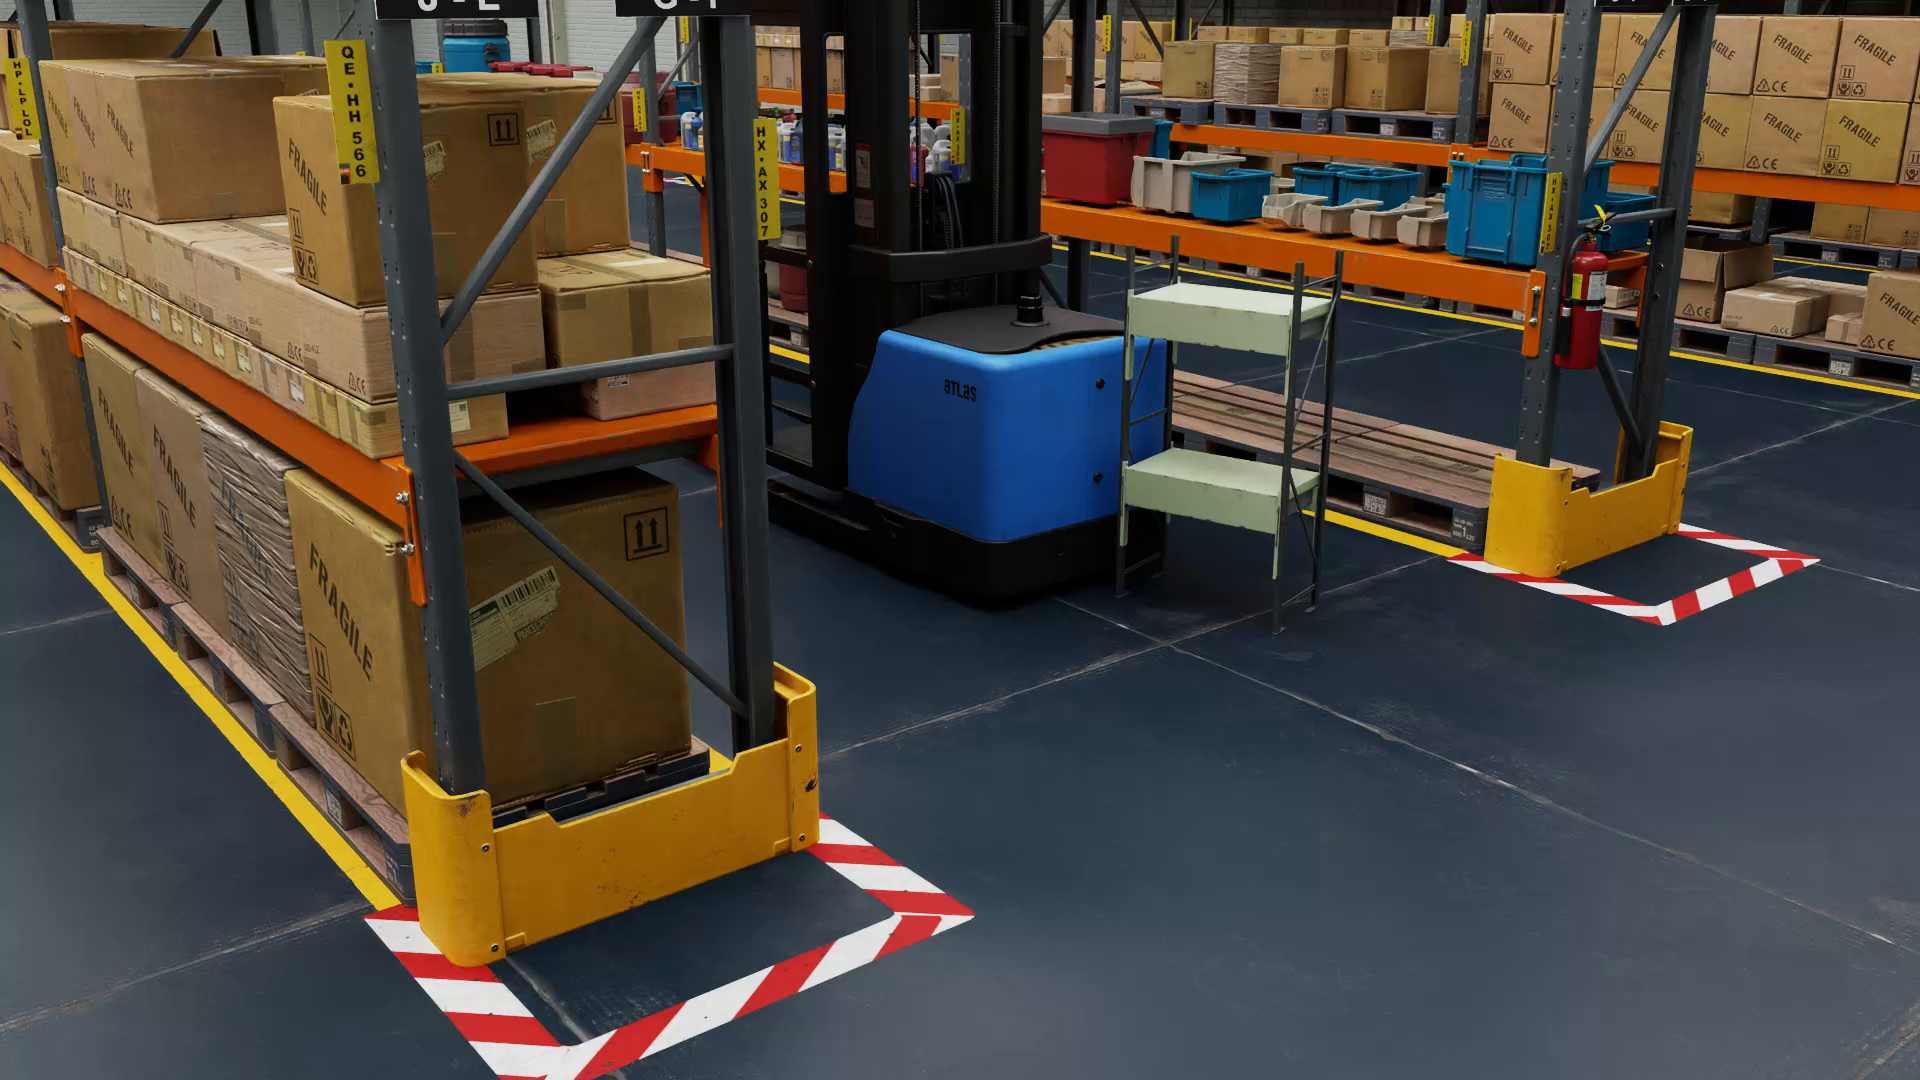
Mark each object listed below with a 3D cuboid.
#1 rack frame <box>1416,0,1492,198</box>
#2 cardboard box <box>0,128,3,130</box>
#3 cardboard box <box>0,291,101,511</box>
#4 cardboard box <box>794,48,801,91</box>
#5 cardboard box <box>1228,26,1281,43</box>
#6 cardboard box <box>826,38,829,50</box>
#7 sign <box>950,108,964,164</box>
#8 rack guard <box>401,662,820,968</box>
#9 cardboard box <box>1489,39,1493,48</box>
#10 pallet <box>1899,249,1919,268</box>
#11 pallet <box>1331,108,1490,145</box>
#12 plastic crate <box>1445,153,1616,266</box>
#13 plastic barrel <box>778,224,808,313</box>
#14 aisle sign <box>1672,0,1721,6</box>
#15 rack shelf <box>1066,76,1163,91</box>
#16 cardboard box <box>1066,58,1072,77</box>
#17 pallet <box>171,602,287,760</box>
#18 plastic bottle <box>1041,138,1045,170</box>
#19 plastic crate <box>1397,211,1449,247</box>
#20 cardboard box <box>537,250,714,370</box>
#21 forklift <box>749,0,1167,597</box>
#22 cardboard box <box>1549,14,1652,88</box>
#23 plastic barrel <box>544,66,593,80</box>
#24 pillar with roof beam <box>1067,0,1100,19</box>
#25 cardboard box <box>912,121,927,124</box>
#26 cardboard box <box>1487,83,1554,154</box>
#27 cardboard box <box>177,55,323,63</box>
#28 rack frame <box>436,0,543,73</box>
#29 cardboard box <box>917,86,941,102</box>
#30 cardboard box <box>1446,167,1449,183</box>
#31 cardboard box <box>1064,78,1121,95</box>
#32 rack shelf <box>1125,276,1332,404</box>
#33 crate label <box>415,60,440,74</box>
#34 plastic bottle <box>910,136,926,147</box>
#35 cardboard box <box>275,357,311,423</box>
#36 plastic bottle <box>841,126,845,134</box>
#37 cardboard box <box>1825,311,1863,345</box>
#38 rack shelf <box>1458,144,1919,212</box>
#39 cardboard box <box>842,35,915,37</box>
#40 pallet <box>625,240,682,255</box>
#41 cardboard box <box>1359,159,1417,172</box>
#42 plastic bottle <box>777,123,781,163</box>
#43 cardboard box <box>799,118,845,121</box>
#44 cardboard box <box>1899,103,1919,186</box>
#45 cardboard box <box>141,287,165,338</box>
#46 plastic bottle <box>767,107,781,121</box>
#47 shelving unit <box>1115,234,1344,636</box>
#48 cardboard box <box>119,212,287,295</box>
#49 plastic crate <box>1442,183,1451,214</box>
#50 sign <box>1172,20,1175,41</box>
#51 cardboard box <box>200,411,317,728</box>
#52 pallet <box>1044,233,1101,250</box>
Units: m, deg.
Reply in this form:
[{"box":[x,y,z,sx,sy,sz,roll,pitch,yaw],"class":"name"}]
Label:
[{"box":[5.699,-5.311,19.130,1.000,3.000,0.127,-14,23,-36],"class":"rack frame"},{"box":[-4.910,-1.910,8.698,0.500,0.500,0.500,-14,23,-36],"class":"cardboard box"},{"box":[-3.879,-0.770,8.127,1.225,0.875,0.875,-14,23,-36],"class":"cardboard box"},{"box":[-1.587,-5.738,20.259,0.700,0.500,0.500,-14,23,-35],"class":"cardboard box"},{"box":[3.846,-6.282,21.202,0.700,0.500,0.500,-11,21,-31],"class":"cardboard box"},{"box":[-1.483,-5.899,19.716,0.380,0.149,0.250,-14,23,-36],"class":"cardboard box"},{"box":[-0.016,-2.416,9.947,0.100,0.325,0.005,-14,23,-36],"class":"sign"},{"box":[-0.968,0.753,4.793,1.175,0.500,0.348,-14,23,-36],"class":"rack guard"},{"box":[6.118,-5.209,18.156,0.500,0.500,0.500,-13,22,-34],"class":"cardboard box"},{"box":[9.355,-2.498,15.071,1.003,0.211,1.213,-14,23,-36],"class":"pallet"},{"box":[3.891,-3.485,13.920,1.003,0.211,1.213,-14,23,-36],"class":"pallet"},{"box":[2.546,-1.497,7.461,0.616,0.435,0.499,-14,23,-36],"class":"plastic crate"},{"box":[-1.049,-2.036,12.409,0.600,0.588,0.708,-14,23,-36],"class":"plastic barrel"},{"box":[3.177,-2.680,7.050,0.394,0.787,0.004,-14,23,-36],"class":"aisle sign"},{"box":[1.973,-6.448,23.708,1.077,0.370,4.000,-14,23,-36],"class":"rack shelf"},{"box":[1.743,-6.661,23.415,0.500,0.250,0.500,-14,23,-36],"class":"cardboard box"},{"box":[-2.294,0.402,6.312,1.003,0.211,1.213,-14,23,-36],"class":"pallet"},{"box":[0.523,-2.510,10.856,0.061,0.283,0.133,-14,23,-36],"class":"plastic bottle"},{"box":[2.252,-1.475,7.869,0.396,0.136,0.243,-14,23,-36],"class":"plastic crate"},{"box":[-1.069,-0.680,4.911,0.500,0.250,0.500,-15,23,-38],"class":"cardboard box"},{"box":[-0.389,-1.547,7.872,1.130,2.935,3.031,-14,23,-36],"class":"forklift"},{"box":[4.694,-3.582,12.157,0.500,0.500,0.500,-15,23,-38],"class":"cardboard box"},{"box":[-3.405,-3.862,14.536,0.433,0.535,0.433,0,18,0],"class":"plastic barrel"},{"box":[-1.530,-9.286,21.591,9.100,9.000,0.400,-14,23,-36],"class":"pillar with roof beam"},{"box":[-0.708,-4.754,19.962,0.500,0.500,0.500,-14,23,-36],"class":"cardboard box"},{"box":[4.404,-3.226,12.675,0.500,0.500,0.500,-13,22,-35],"class":"cardboard box"},{"box":[-2.971,-1.790,7.069,0.500,0.500,0.500,-13,22,-35],"class":"cardboard box"},{"box":[-4.551,-4.363,16.267,1.000,3.000,0.127,-14,23,-36],"class":"rack frame"},{"box":[-0.276,-4.951,18.443,0.380,0.149,0.250,-14,23,-36],"class":"cardboard box"},{"box":[6.053,-4.283,18.777,0.750,0.750,0.750,-14,23,-37],"class":"cardboard box"},{"box":[1.414,-4.559,17.001,0.500,0.311,0.500,-14,23,-37],"class":"cardboard box"},{"box":[1.087,-0.816,6.700,0.720,0.370,0.431,13,22,34],"class":"rack shelf"},{"box":[-5.680,-4.965,18.028,0.502,0.435,0.616,-14,23,-36],"class":"crate label"},{"box":[-0.309,-2.457,10.708,0.152,0.276,0.135,-14,23,-36],"class":"plastic bottle"},{"box":[-1.781,-0.470,4.909,0.380,0.149,0.250,-14,23,-36],"class":"cardboard box"},{"box":[-0.858,-3.010,12.496,0.097,0.201,0.097,0,18,0],"class":"plastic bottle"},{"box":[6.073,-1.439,11.244,0.380,0.166,0.250,-14,23,-36],"class":"cardboard box"},{"box":[5.543,-2.523,11.855,1.077,0.370,4.000,-14,23,-36],"class":"rack shelf"},{"box":[-0.946,-6.100,19.291,0.700,0.500,0.500,-14,23,-36],"class":"cardboard box"},{"box":[-3.271,-2.553,15.235,1.003,0.211,1.213,-14,23,-36],"class":"pallet"},{"box":[5.211,-4.500,19.958,0.700,0.500,0.500,-14,23,-35],"class":"cardboard box"},{"box":[-1.284,-2.828,11.836,0.097,0.271,0.097,0,18,0],"class":"plastic bottle"},{"box":[-1.740,-4.898,20.397,0.500,0.500,0.500,-14,23,-36],"class":"cardboard box"},{"box":[6.294,-2.477,10.411,0.500,0.500,0.500,-13,22,-34],"class":"cardboard box"},{"box":[-2.738,-0.849,6.053,0.380,0.149,0.250,-14,23,-35],"class":"cardboard box"},{"box":[-1.482,-3.306,13.259,0.061,0.283,0.133,-14,23,-36],"class":"plastic bottle"},{"box":[1.087,-0.446,6.822,0.755,1.500,0.431,13,22,34],"class":"shelving unit"},{"box":[-2.749,-1.078,6.112,0.500,0.250,0.500,-13,23,-35],"class":"cardboard box"},{"box":[2.596,-1.642,8.222,0.416,0.233,0.300,-14,23,-36],"class":"plastic crate"},{"box":[2.795,-6.600,21.645,0.100,0.325,0.005,-14,23,-36],"class":"sign"},{"box":[-2.008,0.004,5.792,0.875,0.875,0.875,-14,23,-36],"class":"cardboard box"},{"box":[1.337,-3.230,17.281,1.003,0.211,1.213,-14,23,-36],"class":"pallet"}]
